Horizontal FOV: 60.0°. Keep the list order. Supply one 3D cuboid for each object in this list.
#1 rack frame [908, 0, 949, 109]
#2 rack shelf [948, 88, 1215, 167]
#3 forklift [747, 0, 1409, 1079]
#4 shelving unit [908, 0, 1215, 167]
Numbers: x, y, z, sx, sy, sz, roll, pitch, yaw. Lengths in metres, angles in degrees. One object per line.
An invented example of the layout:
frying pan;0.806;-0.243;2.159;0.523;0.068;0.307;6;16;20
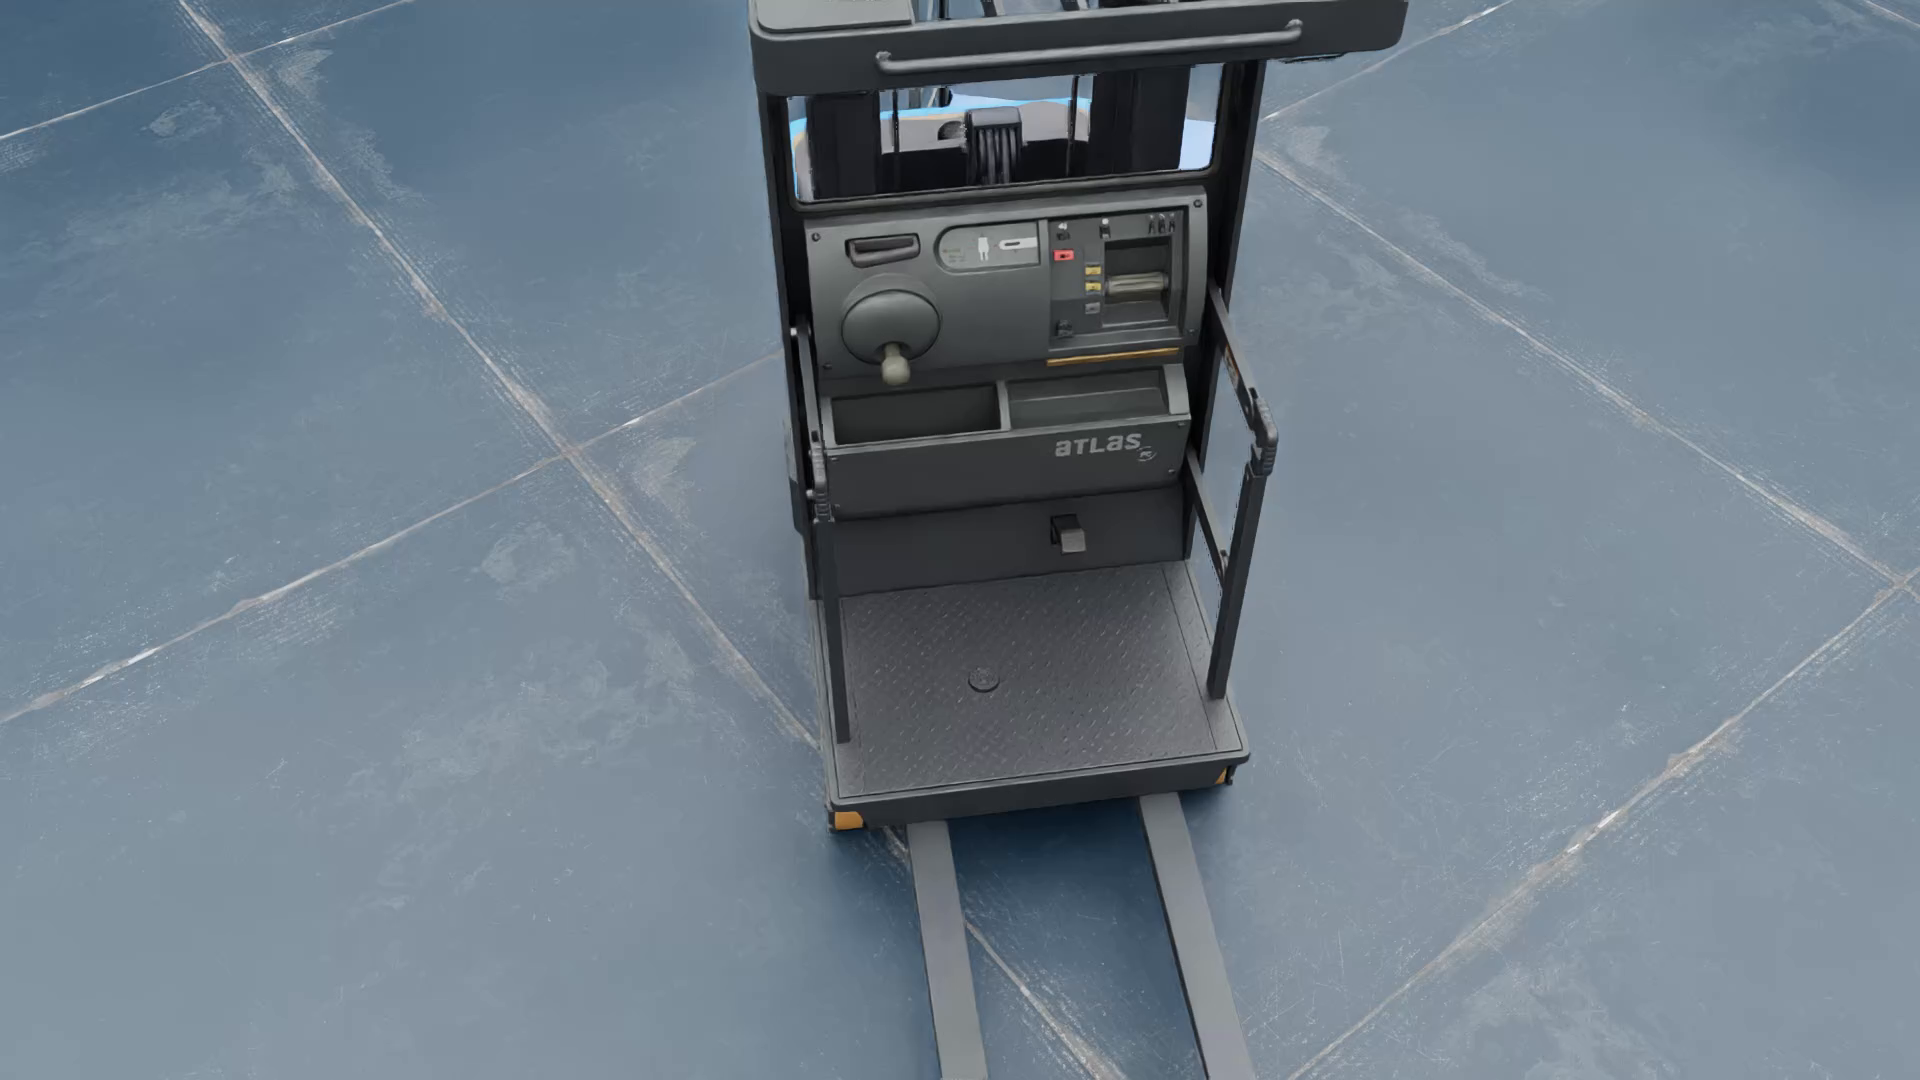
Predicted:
rack frame;-0.101;-1.445;5.548;0.032;1.500;0.500;8;48;7
rack shelf;0.398;-1.252;5.615;1.000;0.185;0.538;8;48;7
forklift;0.147;-0.485;3.711;1.130;2.935;3.031;-6;48;-5
shelving unit;0.398;-1.373;5.482;1.048;1.500;0.538;8;48;7
